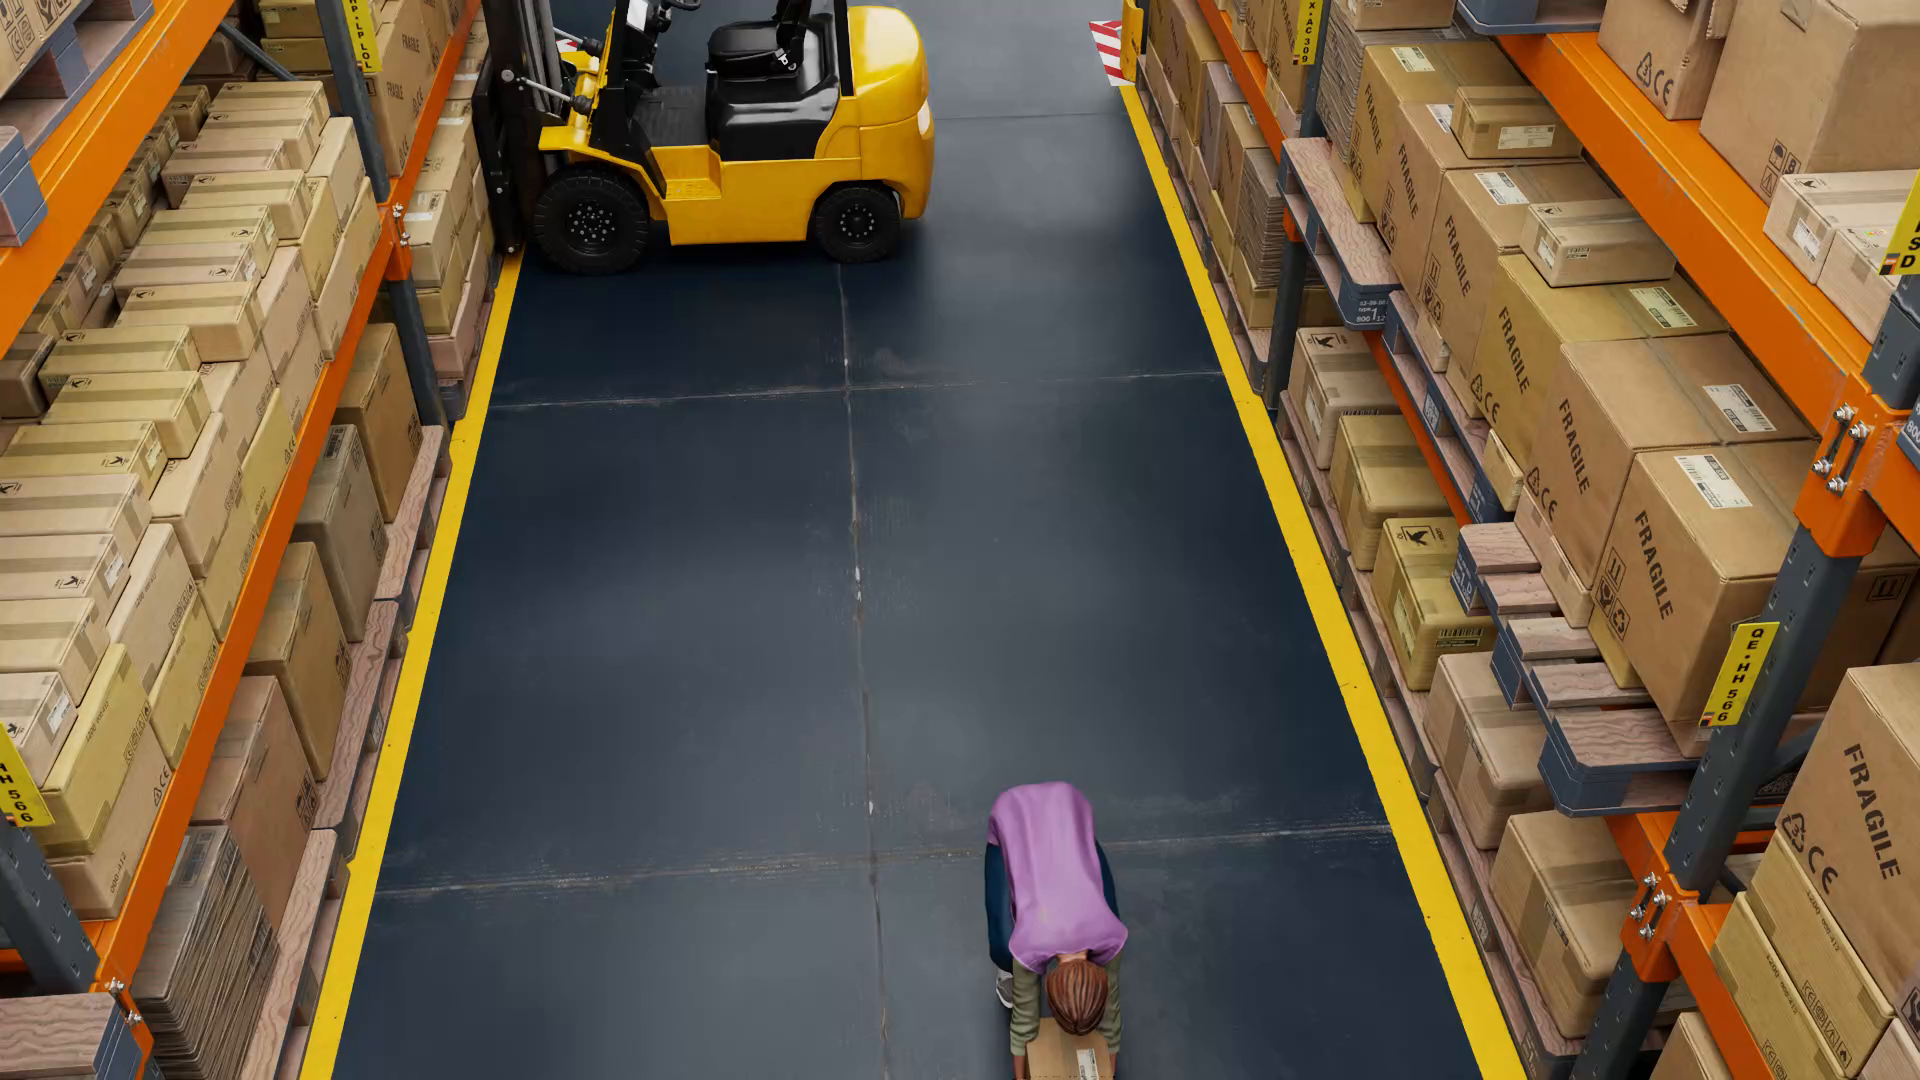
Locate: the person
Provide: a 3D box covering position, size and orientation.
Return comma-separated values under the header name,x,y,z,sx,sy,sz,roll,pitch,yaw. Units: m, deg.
name,x,y,z,sx,sy,sz,roll,pitch,yaw
person,0.302,1.237,5.238,0.418,0.873,0.854,-5,40,-6
